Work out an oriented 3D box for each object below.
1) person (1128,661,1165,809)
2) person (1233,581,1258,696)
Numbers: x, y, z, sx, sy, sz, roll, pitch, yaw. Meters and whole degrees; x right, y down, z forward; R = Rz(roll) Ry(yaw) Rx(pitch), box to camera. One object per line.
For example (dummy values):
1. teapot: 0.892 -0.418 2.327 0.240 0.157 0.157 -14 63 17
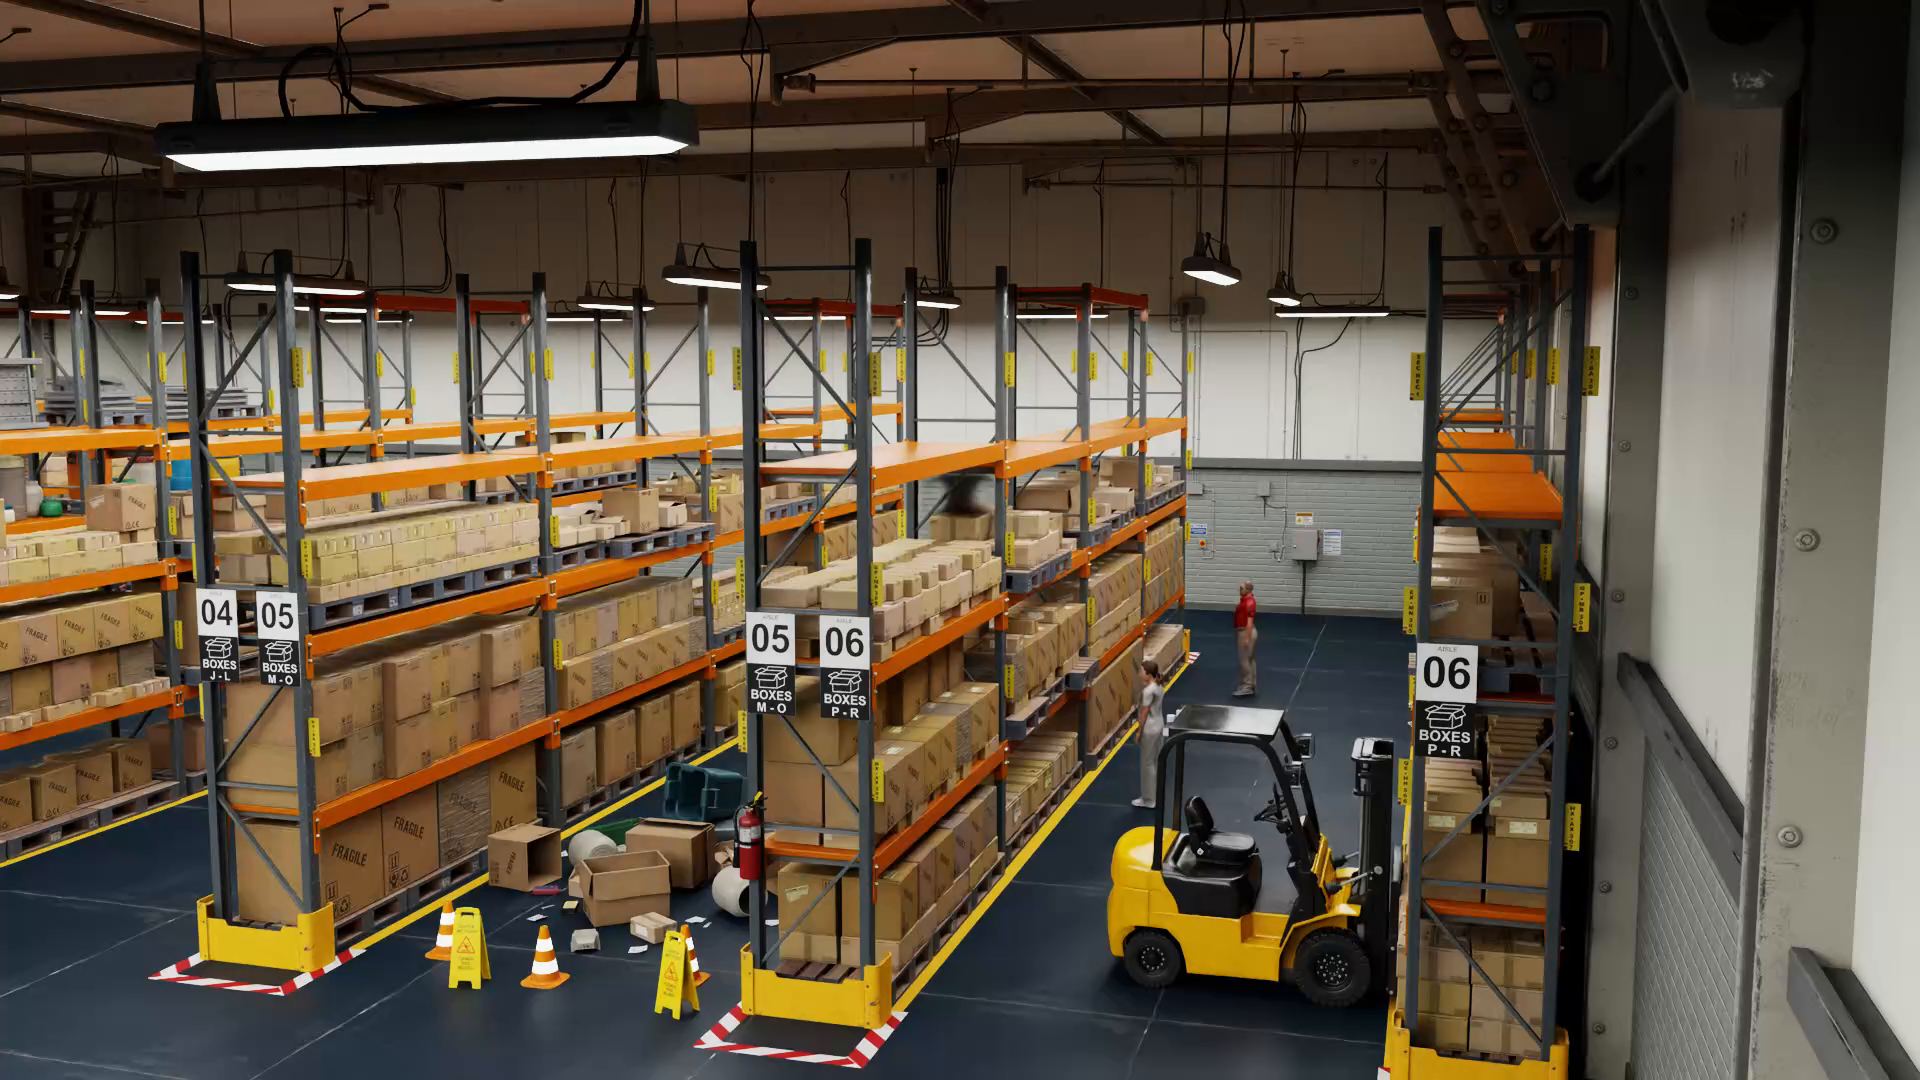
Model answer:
1. person: 2.177 2.219 19.011 0.343 1.689 0.506 4 8 34
2. person: 4.342 1.477 25.295 0.369 1.731 0.612 2 7 15
